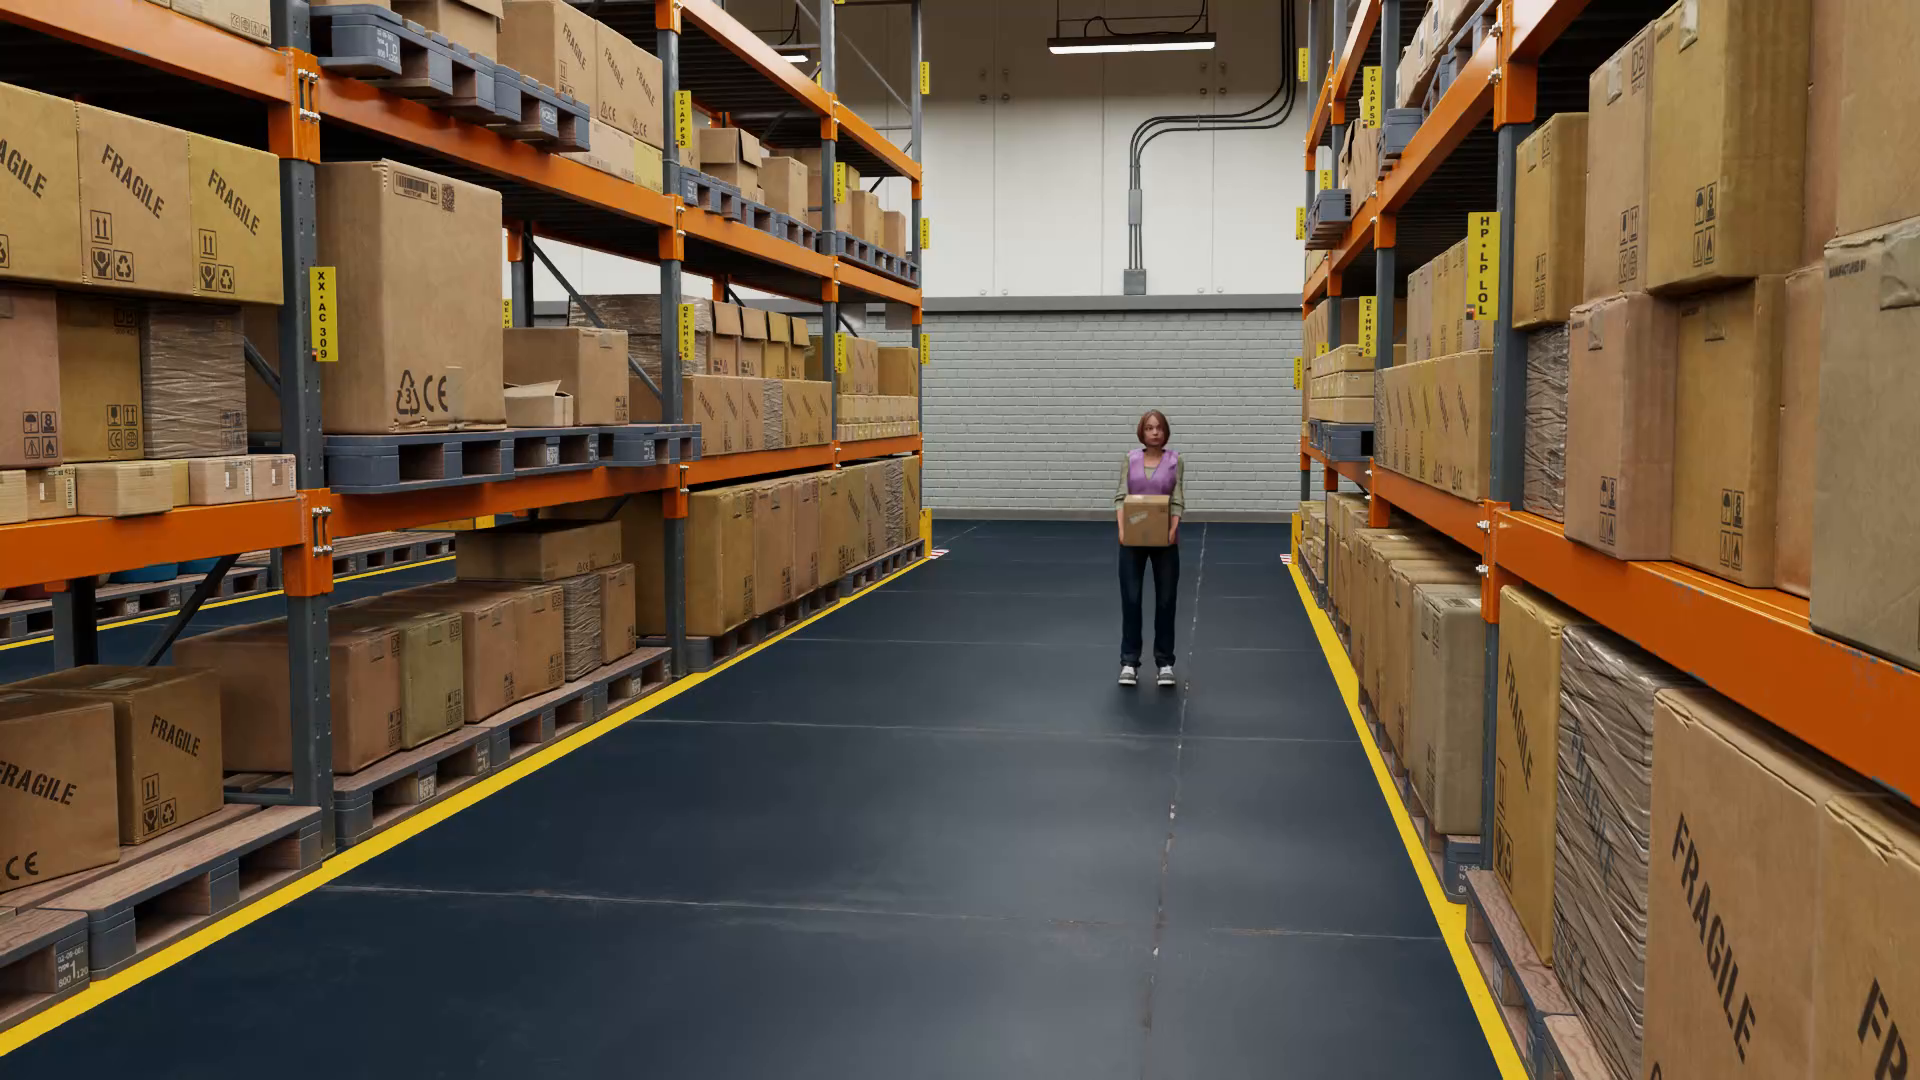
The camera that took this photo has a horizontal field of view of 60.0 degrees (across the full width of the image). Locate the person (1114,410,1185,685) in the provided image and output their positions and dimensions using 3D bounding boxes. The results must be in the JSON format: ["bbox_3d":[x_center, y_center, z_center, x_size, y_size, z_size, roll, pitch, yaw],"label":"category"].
[{"bbox_3d":[1.089,0.047,9.585,0.405,1.593,0.489,1,5,10],"label":"person"}]
